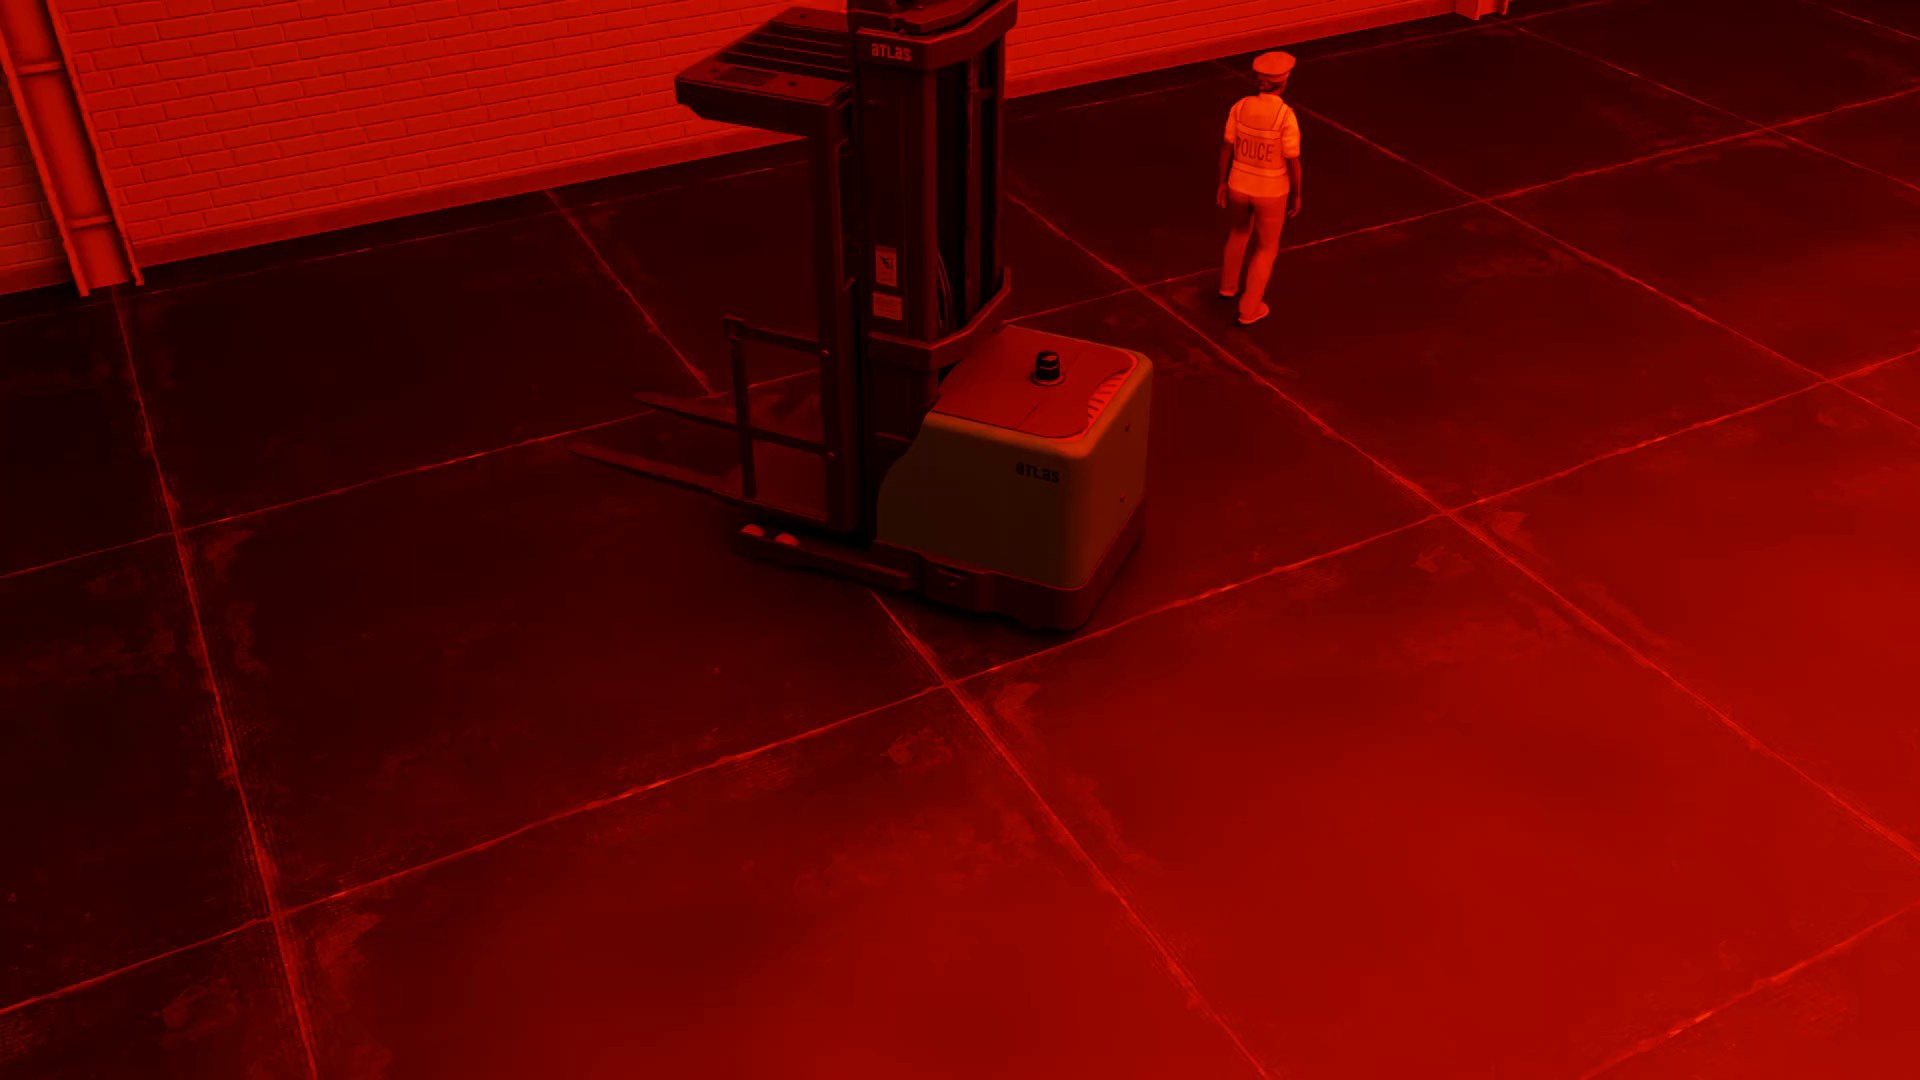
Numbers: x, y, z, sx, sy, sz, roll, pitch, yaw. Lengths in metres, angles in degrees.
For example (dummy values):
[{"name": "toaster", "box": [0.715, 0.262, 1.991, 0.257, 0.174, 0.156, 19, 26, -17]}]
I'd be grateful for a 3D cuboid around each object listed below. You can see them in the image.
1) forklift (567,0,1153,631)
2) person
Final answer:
[{"name": "forklift", "box": [-0.609, -1.323, 7.995, 3.031, 2.935, 1.130, 15, 38, 20]}, {"name": "person", "box": [1.868, -2.174, 10.345, 0.557, 1.701, 0.510, 24, 42, 30]}]
